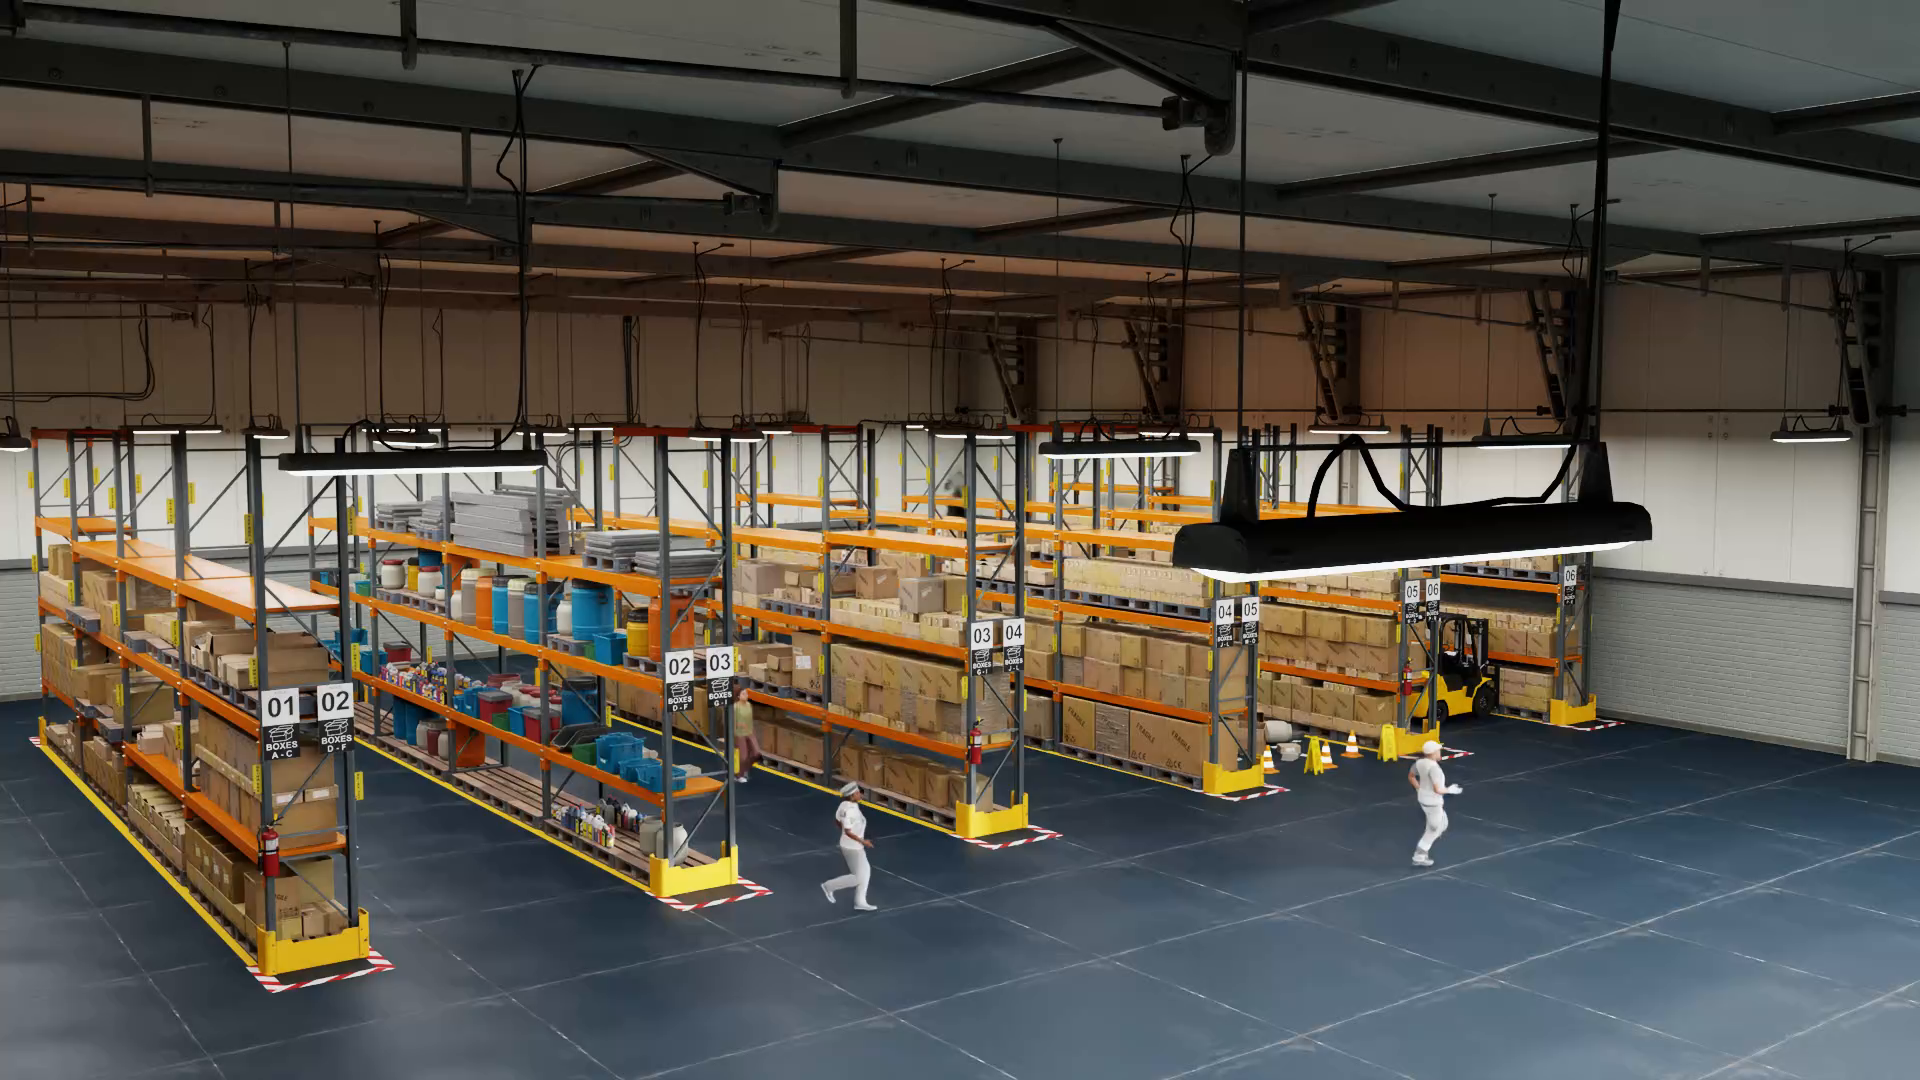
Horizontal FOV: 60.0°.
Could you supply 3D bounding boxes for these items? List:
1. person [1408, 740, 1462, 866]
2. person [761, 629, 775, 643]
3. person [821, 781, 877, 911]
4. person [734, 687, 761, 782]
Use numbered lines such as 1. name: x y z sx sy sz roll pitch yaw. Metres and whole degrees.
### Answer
1. person: 6.577 3.637 23.007 0.632 1.753 0.628 0 4 -4
2. person: -4.976 2.135 42.213 1.008 1.781 0.669 -3 5 -31
3. person: -1.407 3.866 20.953 0.721 1.676 0.580 -1 5 -12
4. person: -3.631 3.326 28.123 0.554 1.576 0.551 -4 6 -43
